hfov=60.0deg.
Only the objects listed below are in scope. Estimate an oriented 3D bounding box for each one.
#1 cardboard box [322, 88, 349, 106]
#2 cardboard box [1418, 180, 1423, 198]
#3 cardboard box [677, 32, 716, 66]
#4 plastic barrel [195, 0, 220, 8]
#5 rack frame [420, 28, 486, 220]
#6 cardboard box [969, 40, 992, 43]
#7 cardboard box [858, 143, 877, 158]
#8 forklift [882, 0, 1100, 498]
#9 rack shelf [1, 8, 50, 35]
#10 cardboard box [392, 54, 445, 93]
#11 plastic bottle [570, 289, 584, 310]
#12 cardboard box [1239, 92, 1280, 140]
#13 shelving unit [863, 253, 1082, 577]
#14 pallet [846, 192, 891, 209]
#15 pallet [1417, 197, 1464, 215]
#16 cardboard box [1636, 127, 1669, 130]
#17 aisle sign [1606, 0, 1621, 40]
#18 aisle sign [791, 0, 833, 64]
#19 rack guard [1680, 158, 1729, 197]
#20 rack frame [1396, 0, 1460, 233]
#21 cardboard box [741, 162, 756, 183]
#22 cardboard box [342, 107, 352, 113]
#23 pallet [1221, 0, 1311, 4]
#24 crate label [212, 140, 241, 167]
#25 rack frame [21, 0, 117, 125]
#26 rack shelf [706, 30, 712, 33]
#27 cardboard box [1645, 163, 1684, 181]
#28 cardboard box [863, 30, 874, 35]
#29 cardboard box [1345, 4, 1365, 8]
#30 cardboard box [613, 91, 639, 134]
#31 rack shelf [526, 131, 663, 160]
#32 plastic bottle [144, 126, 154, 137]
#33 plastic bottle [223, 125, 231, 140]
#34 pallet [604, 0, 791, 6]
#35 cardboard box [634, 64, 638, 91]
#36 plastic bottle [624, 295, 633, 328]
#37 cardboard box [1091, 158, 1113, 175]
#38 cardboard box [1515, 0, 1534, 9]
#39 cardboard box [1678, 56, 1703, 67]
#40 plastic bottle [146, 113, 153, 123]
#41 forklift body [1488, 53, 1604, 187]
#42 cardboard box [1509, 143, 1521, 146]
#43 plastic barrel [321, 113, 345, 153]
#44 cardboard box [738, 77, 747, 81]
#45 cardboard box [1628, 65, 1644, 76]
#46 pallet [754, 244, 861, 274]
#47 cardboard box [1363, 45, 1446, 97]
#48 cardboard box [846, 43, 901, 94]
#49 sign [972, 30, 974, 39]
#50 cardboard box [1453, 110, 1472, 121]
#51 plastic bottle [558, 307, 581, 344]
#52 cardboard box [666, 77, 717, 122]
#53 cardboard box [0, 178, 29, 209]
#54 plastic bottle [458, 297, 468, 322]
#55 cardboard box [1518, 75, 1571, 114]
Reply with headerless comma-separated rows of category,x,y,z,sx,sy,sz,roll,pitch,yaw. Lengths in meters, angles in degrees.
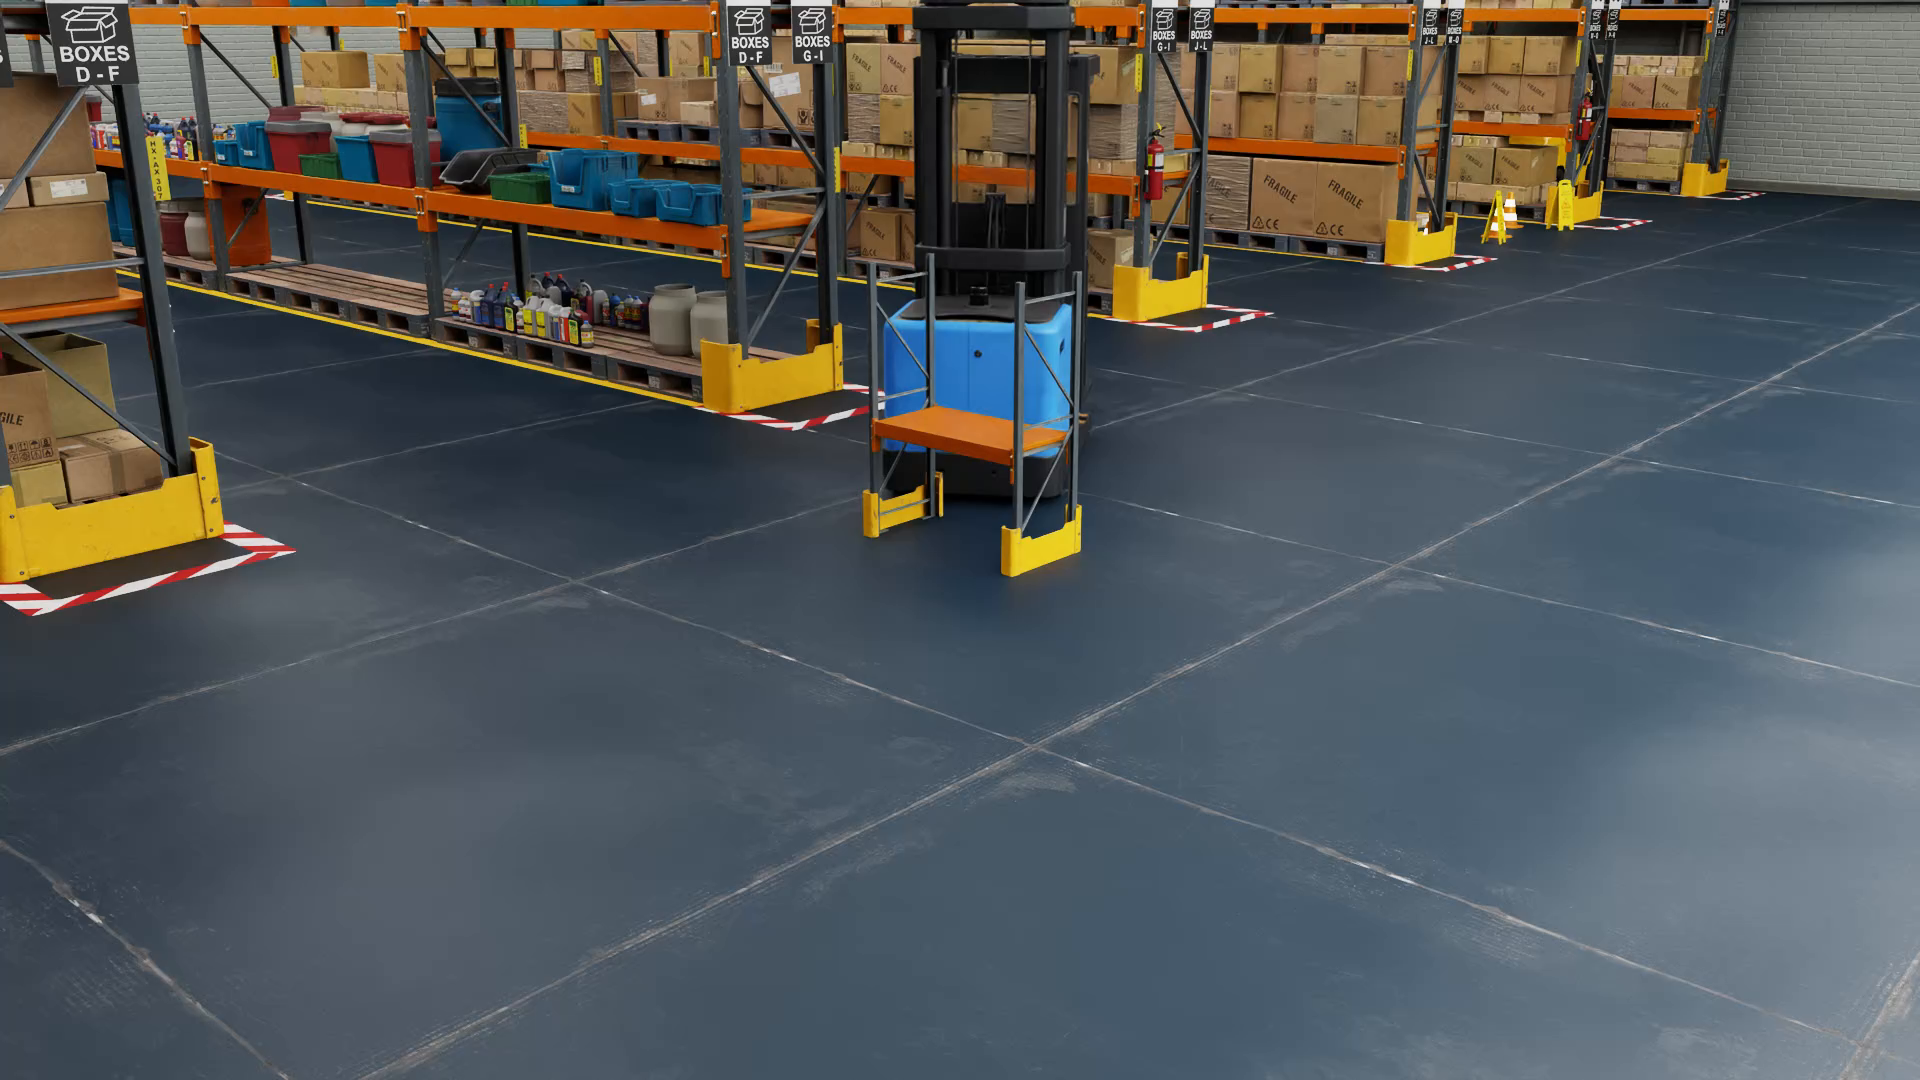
cardboard box,-9.032,-6.535,24.500,0.500,0.250,0.500,14,22,37
cardboard box,6.642,-5.159,24.259,0.500,0.250,0.500,15,23,39
cardboard box,-4.150,-7.824,26.497,0.500,0.500,0.500,14,22,37
plastic barrel,-7.254,-5.451,16.185,0.421,0.512,0.421,0,18,0
rack frame,-6.987,-6.023,23.132,0.127,3.000,1.000,15,23,39
cardboard box,0.502,-8.439,28.926,0.500,0.500,0.500,14,23,38
cardboard box,-0.864,-4.133,17.591,0.250,0.149,0.380,15,23,39
forklift,0.297,-2.045,10.712,1.130,2.935,3.031,3,18,9
rack shelf,-6.086,-2.862,9.401,4.000,0.370,1.077,15,23,39
cardboard box,-7.508,-6.483,23.097,0.500,0.500,0.500,16,24,41
plastic bottle,-3.282,-2.016,14.267,0.133,0.283,0.061,15,23,39
cardboard box,3.863,-5.195,20.274,0.500,0.550,0.875,15,23,39
shelving unit,0.057,-0.700,8.837,1.083,1.500,0.587,15,23,39
pallet,-1.211,-5.150,24.991,1.213,0.211,1.003,15,23,39
pallet,7.017,-4.958,24.386,1.213,0.211,1.003,15,23,39
cardboard box,11.248,-6.585,27.100,0.500,0.250,0.500,15,23,39
aisle sign,8.818,-7.153,22.394,0.004,0.787,0.394,15,23,39
aisle sign,-1.051,-3.784,11.779,0.004,0.787,0.394,15,23,39
rack guard,11.876,-5.783,26.509,0.348,0.500,1.175,15,23,39
rack frame,5.356,-4.716,19.012,0.127,3.000,1.000,15,23,39
cardboard box,-3.242,-5.926,26.262,0.500,0.500,0.500,16,24,41
cardboard box,-8.781,-6.252,24.269,0.250,0.149,0.380,14,23,38
pallet,3.878,-6.495,19.805,1.213,0.211,1.003,15,23,39
crate label,-7.216,-3.850,16.562,0.416,0.233,0.303,15,23,39
rack frame,-10.275,-4.903,19.601,0.127,3.000,1.000,15,23,39
rack shelf,-2.123,-7.810,24.994,4.000,0.370,1.077,15,23,39
cardboard box,11.297,-5.892,26.570,0.500,0.250,0.500,15,23,40
cardboard box,-1.568,-9.307,30.589,0.250,0.149,0.380,15,23,39
cardboard box,5.802,-7.785,24.140,0.250,0.149,0.380,15,23,39
cardboard box,-4.178,-5.427,21.088,0.500,0.500,0.500,16,24,41
rack shelf,-5.491,-5.279,21.976,4.000,0.370,1.077,15,23,39
plastic bottle,-8.766,-4.328,17.983,0.133,0.283,0.061,15,23,39
plastic bottle,-7.980,-4.380,18.148,0.133,0.283,0.061,15,23,39
pallet,-1.853,-4.021,12.177,1.213,0.211,1.003,15,23,39
cardboard box,-5.298,-7.661,27.636,0.500,0.500,0.500,14,23,38
plastic bottle,-2.780,-1.926,14.005,0.097,0.271,0.097,0,18,0
cardboard box,1.452,-3.555,15.770,0.250,0.149,0.380,15,23,39
cardboard box,7.730,-7.278,22.542,0.250,0.149,0.380,16,24,41
cardboard box,11.450,-7.503,26.064,0.250,0.149,0.380,15,23,39
plastic bottle,-9.370,-4.769,19.260,0.185,0.351,0.144,15,23,39
forklift body,9.229,-6.543,26.173,1.214,2.155,2.313,15,23,39
cardboard box,7.734,-5.436,23.894,0.500,0.500,0.500,14,22,37
plastic barrel,-6.057,-3.910,16.289,0.421,0.512,0.421,0,18,0
cardboard box,-3.241,-7.061,25.631,0.250,0.149,0.380,16,23,41
cardboard box,10.871,-7.506,26.565,0.250,0.149,0.380,15,23,39
pallet,-1.587,-3.244,18.984,1.213,0.211,1.003,15,23,39
cardboard box,5.104,-5.385,19.088,0.550,0.550,0.875,15,23,39
cardboard box,-0.836,-4.935,17.393,0.500,0.500,0.500,15,23,39
sign,0.275,-11.016,36.429,0.005,0.325,0.100,15,23,39
cardboard box,7.141,-6.004,23.486,0.250,0.149,0.380,15,23,39
plastic bottle,-3.134,-1.731,13.383,0.135,0.276,0.152,15,23,40
cardboard box,-3.081,-5.279,19.928,0.700,0.500,0.500,-14,22,-38
cardboard box,-5.002,-1.764,8.473,0.250,0.149,0.380,15,23,38
plastic bottle,-4.268,-1.989,14.318,0.097,0.201,0.097,0,18,0
cardboard box,7.977,-6.092,22.692,0.500,0.500,0.500,15,23,38
